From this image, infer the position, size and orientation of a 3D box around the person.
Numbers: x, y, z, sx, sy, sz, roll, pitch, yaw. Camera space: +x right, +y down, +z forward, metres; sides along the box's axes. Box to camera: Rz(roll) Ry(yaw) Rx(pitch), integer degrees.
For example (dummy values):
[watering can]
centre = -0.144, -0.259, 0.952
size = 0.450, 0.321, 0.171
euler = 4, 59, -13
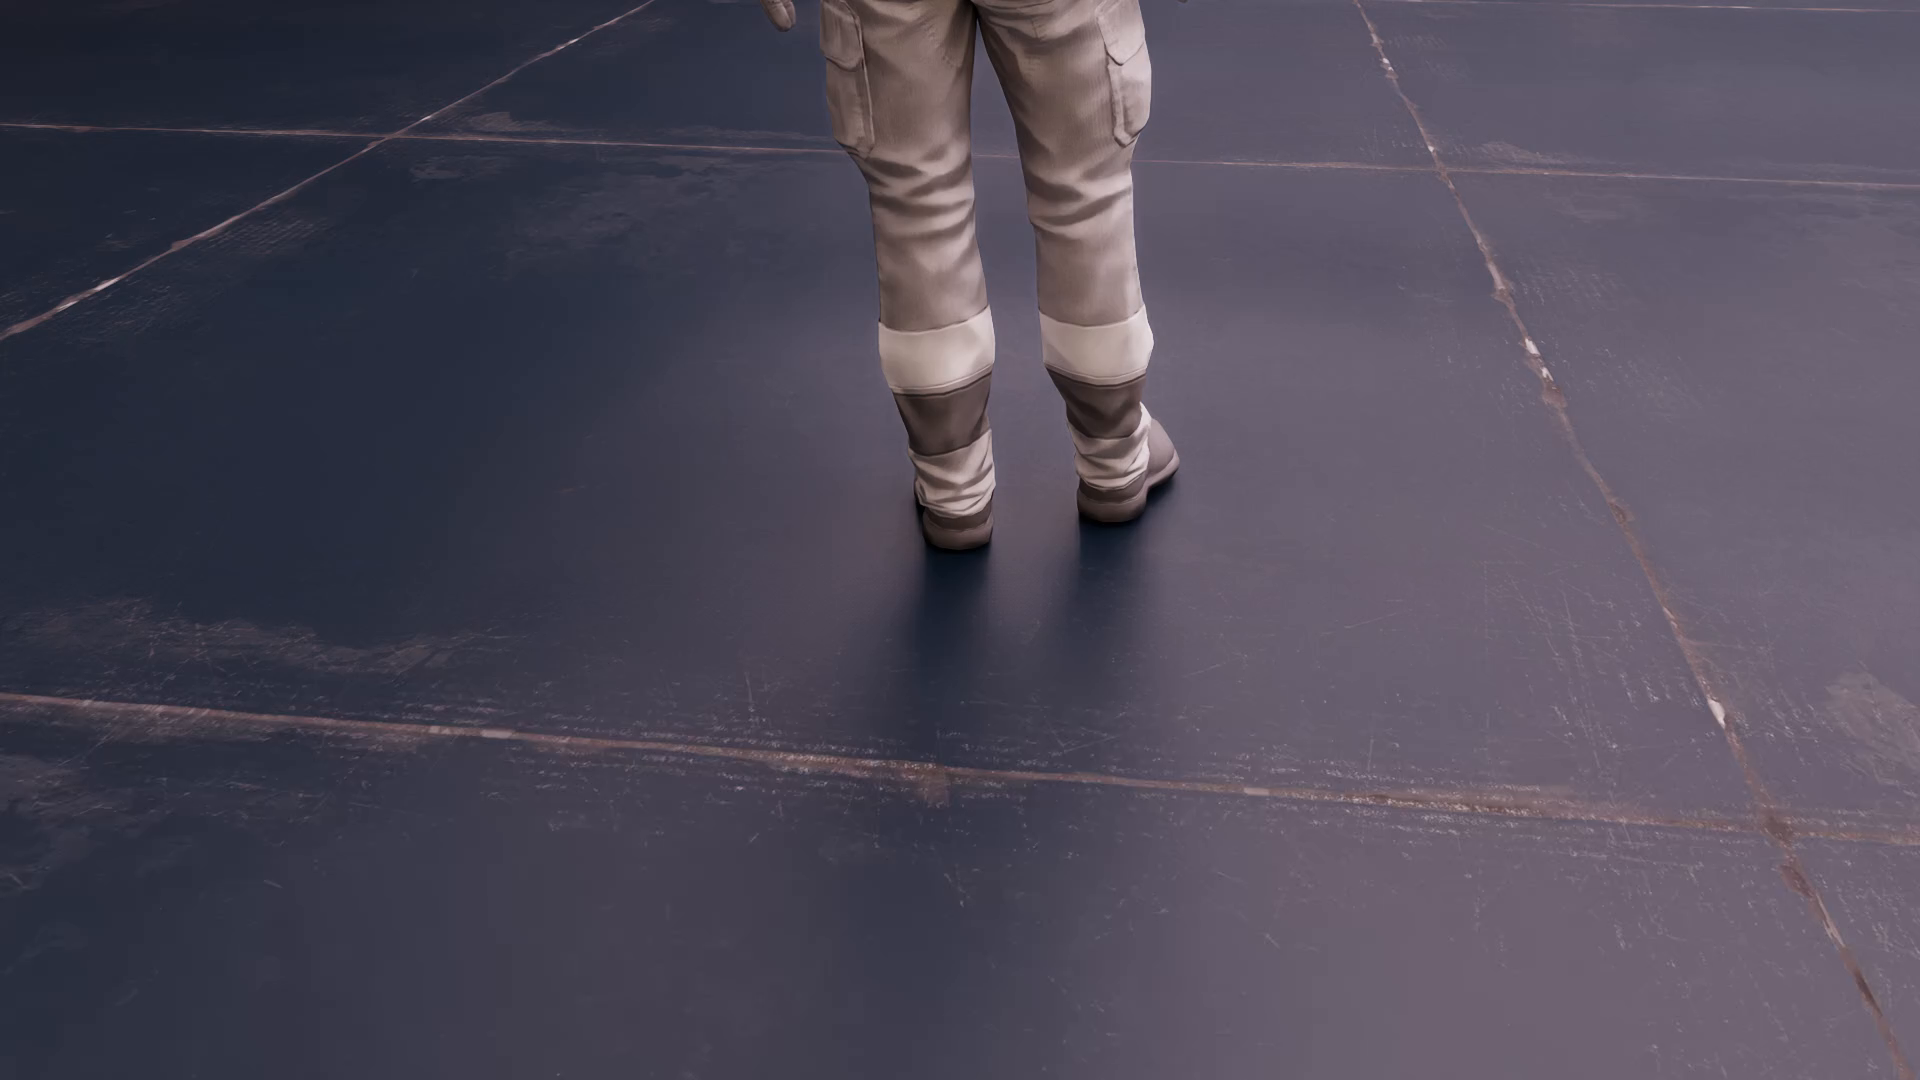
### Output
[person]
centre = 0.023, -0.842, 2.167
size = 0.637, 1.787, 0.564
euler = 3, 27, 7
